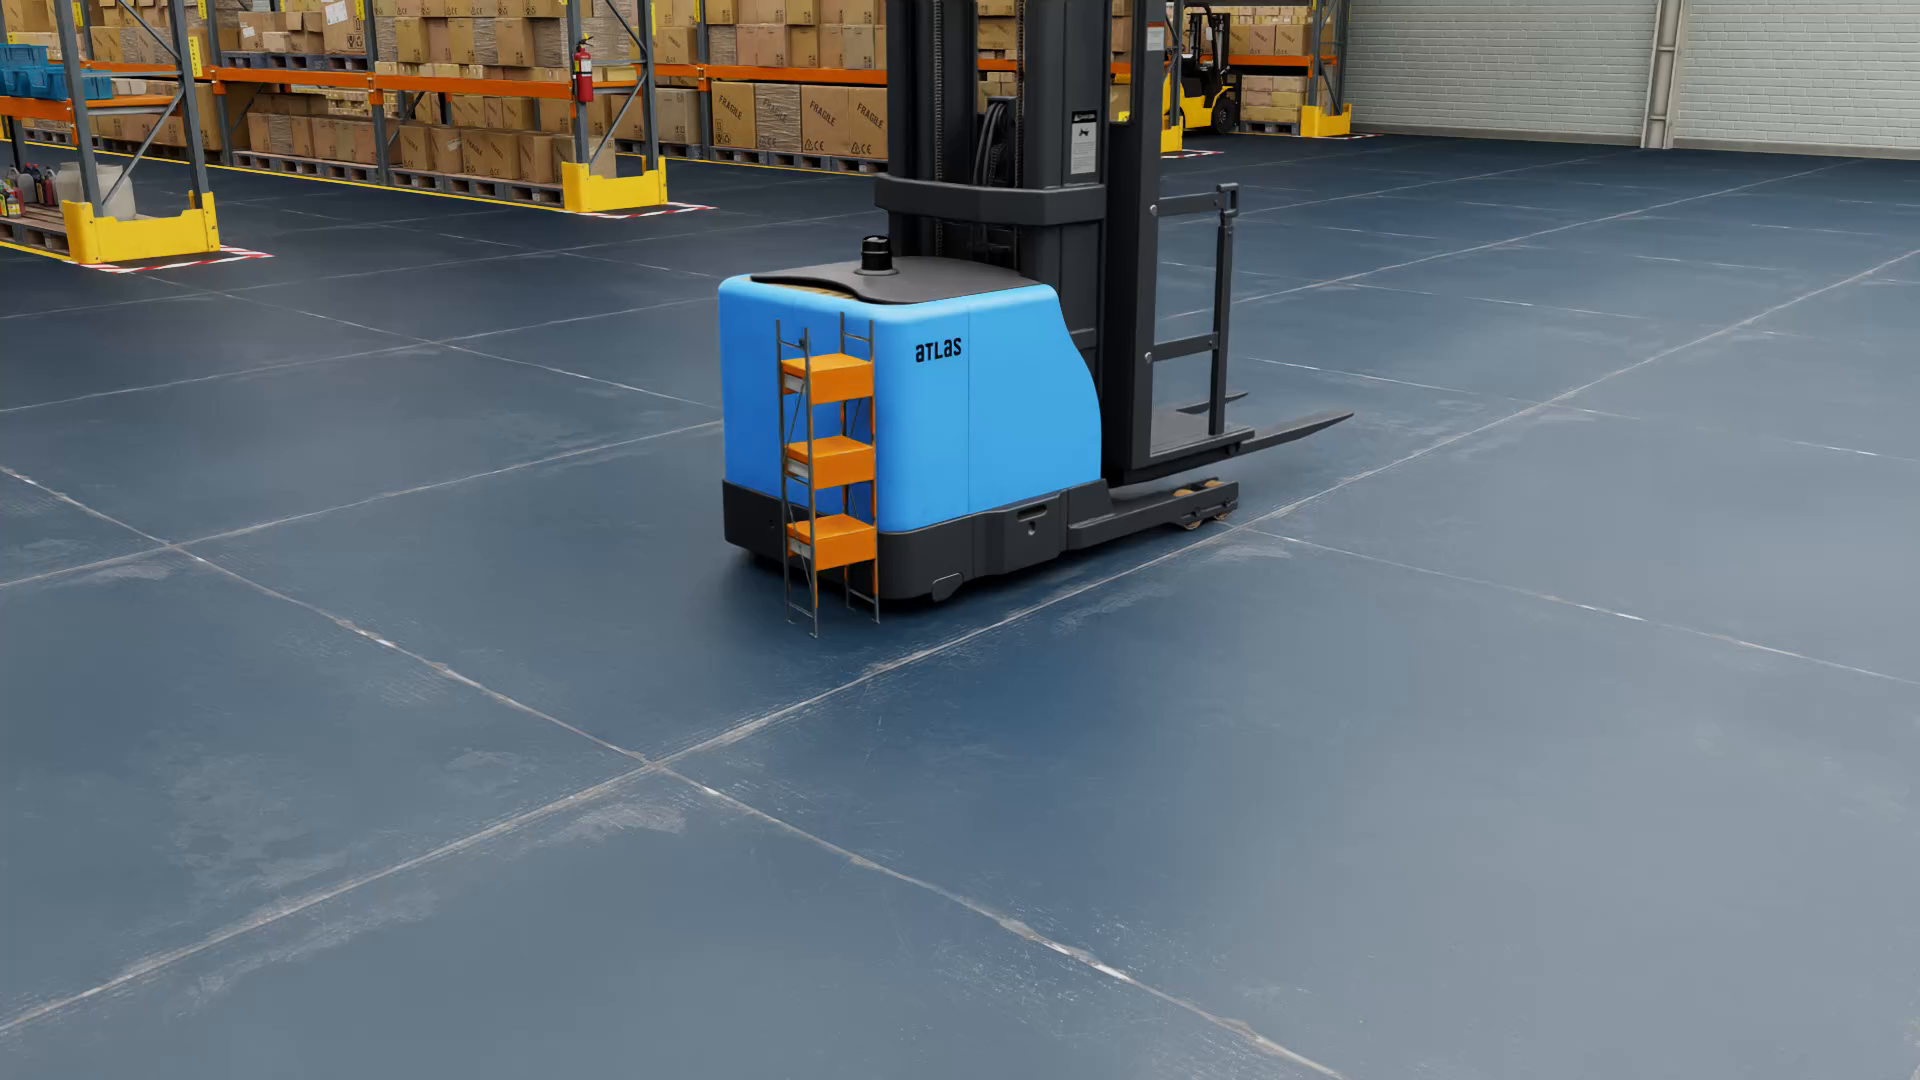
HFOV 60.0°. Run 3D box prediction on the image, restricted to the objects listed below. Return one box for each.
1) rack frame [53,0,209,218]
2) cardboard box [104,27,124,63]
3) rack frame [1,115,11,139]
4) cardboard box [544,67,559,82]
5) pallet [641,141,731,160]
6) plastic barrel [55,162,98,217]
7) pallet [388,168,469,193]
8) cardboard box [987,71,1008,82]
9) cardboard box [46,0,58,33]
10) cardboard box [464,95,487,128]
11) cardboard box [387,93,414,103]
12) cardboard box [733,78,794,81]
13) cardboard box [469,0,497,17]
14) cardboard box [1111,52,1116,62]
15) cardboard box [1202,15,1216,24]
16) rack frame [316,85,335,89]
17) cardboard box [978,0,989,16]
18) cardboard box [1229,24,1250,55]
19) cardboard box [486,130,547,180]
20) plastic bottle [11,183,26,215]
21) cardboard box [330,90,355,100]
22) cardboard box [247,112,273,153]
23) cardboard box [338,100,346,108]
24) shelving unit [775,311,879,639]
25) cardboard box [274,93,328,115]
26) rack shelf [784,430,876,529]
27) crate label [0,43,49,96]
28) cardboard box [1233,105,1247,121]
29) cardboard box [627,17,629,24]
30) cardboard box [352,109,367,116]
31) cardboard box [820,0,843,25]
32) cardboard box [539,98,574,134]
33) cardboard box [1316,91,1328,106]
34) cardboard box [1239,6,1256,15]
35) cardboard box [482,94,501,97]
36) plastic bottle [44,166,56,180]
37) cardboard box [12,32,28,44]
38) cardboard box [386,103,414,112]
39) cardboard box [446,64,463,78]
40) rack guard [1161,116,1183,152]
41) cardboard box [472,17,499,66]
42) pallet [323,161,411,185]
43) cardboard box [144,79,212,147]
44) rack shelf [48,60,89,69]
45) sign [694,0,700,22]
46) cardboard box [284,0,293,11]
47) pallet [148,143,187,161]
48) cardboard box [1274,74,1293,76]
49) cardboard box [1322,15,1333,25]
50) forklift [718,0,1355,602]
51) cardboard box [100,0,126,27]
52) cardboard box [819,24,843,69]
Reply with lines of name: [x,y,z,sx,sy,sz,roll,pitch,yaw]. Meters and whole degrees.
rack frame: [-6.929,-3.884,13.892,0.127,3.000,1.000,15,23,39]
cardboard box: [-12.061,-7.212,24.213,0.500,0.500,0.500,15,23,39]
rack frame: [-15.608,-8.217,27.545,0.127,3.000,1.000,15,23,39]
cardboard box: [-4.178,-4.946,17.652,0.250,0.149,0.380,15,23,39]
pallet: [-3.892,-5.718,24.281,1.213,0.211,1.003,15,23,39]
plastic barrel: [-7.846,-3.114,14.883,0.421,0.512,0.421,0,18,0]
pallet: [-6.107,-4.352,19.975,1.213,0.211,1.003,15,23,39]
cardboard box: [0.647,-7.285,26.147,0.250,0.149,0.380,16,24,41]
cardboard box: [-13.510,-7.975,25.299,0.500,0.500,0.500,15,23,40]
cardboard box: [-7.714,-7.002,27.155,0.500,0.500,0.500,14,22,37]
cardboard box: [-9.687,-7.653,28.804,0.250,0.149,0.380,16,24,41]
cardboard box: [-3.508,-8.198,30.303,0.875,0.875,0.875,15,23,39]
cardboard box: [-4.966,-5.925,18.013,0.500,0.500,0.500,15,23,39]
cardboard box: [2.252,-7.180,24.691,0.250,0.149,0.380,15,23,39]
cardboard box: [4.444,-9.092,29.064,0.250,0.149,0.380,14,23,38]
rack frame: [-12.240,-9.319,31.017,0.127,3.000,1.000,15,23,39]
cardboard box: [0.498,-8.471,26.035,0.500,0.500,0.700,15,23,40]
cardboard box: [4.921,-8.667,28.796,0.500,0.500,0.500,14,23,38]
cardboard box: [-5.022,-4.385,18.907,0.500,0.500,0.500,-16,23,-41]
plastic bottle: [-8.693,-3.150,15.341,0.133,0.283,0.061,15,23,39]
cardboard box: [-11.076,-8.002,29.903,0.250,0.149,0.380,15,23,40]
cardboard box: [-9.110,-5.499,22.386,0.500,0.500,0.700,14,22,36]
cardboard box: [-10.998,-7.889,30.038,0.250,0.149,0.380,17,24,42]
shelving unit: [-0.440,-0.217,5.559,0.252,1.050,0.215,-12,21,-34]
cardboard box: [-8.700,-5.755,21.951,0.500,0.250,0.500,-15,23,-40]
rack shelf: [-0.440,-0.207,5.562,0.240,0.259,0.215,-12,21,-34]
crate label: [-8.485,-4.209,14.858,0.616,0.435,0.502,15,23,39]
cardboard box: [4.934,-7.487,29.097,0.500,0.250,0.500,15,23,40]
cardboard box: [-4.781,-7.838,24.533,0.500,0.500,0.700,15,23,39]
cardboard box: [-10.542,-7.567,29.514,0.250,0.149,0.380,15,23,39]
cardboard box: [-1.326,-7.009,21.704,0.550,0.550,0.875,15,23,39]
cardboard box: [-5.861,-6.698,25.783,0.750,0.750,1.050,15,23,39]
cardboard box: [6.015,-7.640,28.751,0.500,0.250,0.500,16,23,40]
cardboard box: [4.997,-9.076,28.523,0.250,0.149,0.380,16,23,41]
cardboard box: [-7.327,-7.256,26.715,0.500,0.250,0.500,15,23,40]
plastic bottle: [-8.862,-3.467,16.229,0.185,0.351,0.144,15,23,39]
cardboard box: [-14.662,-7.926,26.382,0.500,0.250,0.500,14,22,37]
cardboard box: [-9.695,-7.490,28.782,0.250,0.149,0.380,16,23,40]
cardboard box: [-5.541,-5.279,18.701,0.250,0.149,0.380,15,23,39]
rack guard: [2.880,-6.071,24.914,0.348,0.500,1.175,15,23,39]
cardboard box: [-4.833,-5.494,18.308,0.500,0.500,0.875,15,23,39]
pallet: [-7.216,-4.635,20.867,1.213,0.211,1.003,15,23,39]
cardboard box: [-10.788,-6.122,23.763,0.875,0.875,1.225,15,23,39]
rack shelf: [-14.112,-7.473,26.389,4.000,0.370,1.077,15,23,39]
sign: [-3.618,-7.299,22.869,0.005,0.325,0.100,15,23,39]
cardboard box: [-12.081,-9.835,30.333,0.500,0.500,0.500,15,23,39]
pallet: [-11.072,-5.702,24.230,1.213,0.211,1.003,15,23,39]
cardboard box: [5.619,-7.976,28.982,0.500,0.250,0.500,15,23,39]
cardboard box: [6.147,-8.854,28.315,0.250,0.149,0.380,14,23,38]
forklift: [0.513,-1.539,6.615,3.031,2.935,1.130,-16,24,-41]
cardboard box: [-12.133,-7.814,24.449,0.637,0.503,0.797,14,23,38]
cardboard box: [-1.342,-6.489,21.851,0.550,0.550,0.875,15,23,39]
